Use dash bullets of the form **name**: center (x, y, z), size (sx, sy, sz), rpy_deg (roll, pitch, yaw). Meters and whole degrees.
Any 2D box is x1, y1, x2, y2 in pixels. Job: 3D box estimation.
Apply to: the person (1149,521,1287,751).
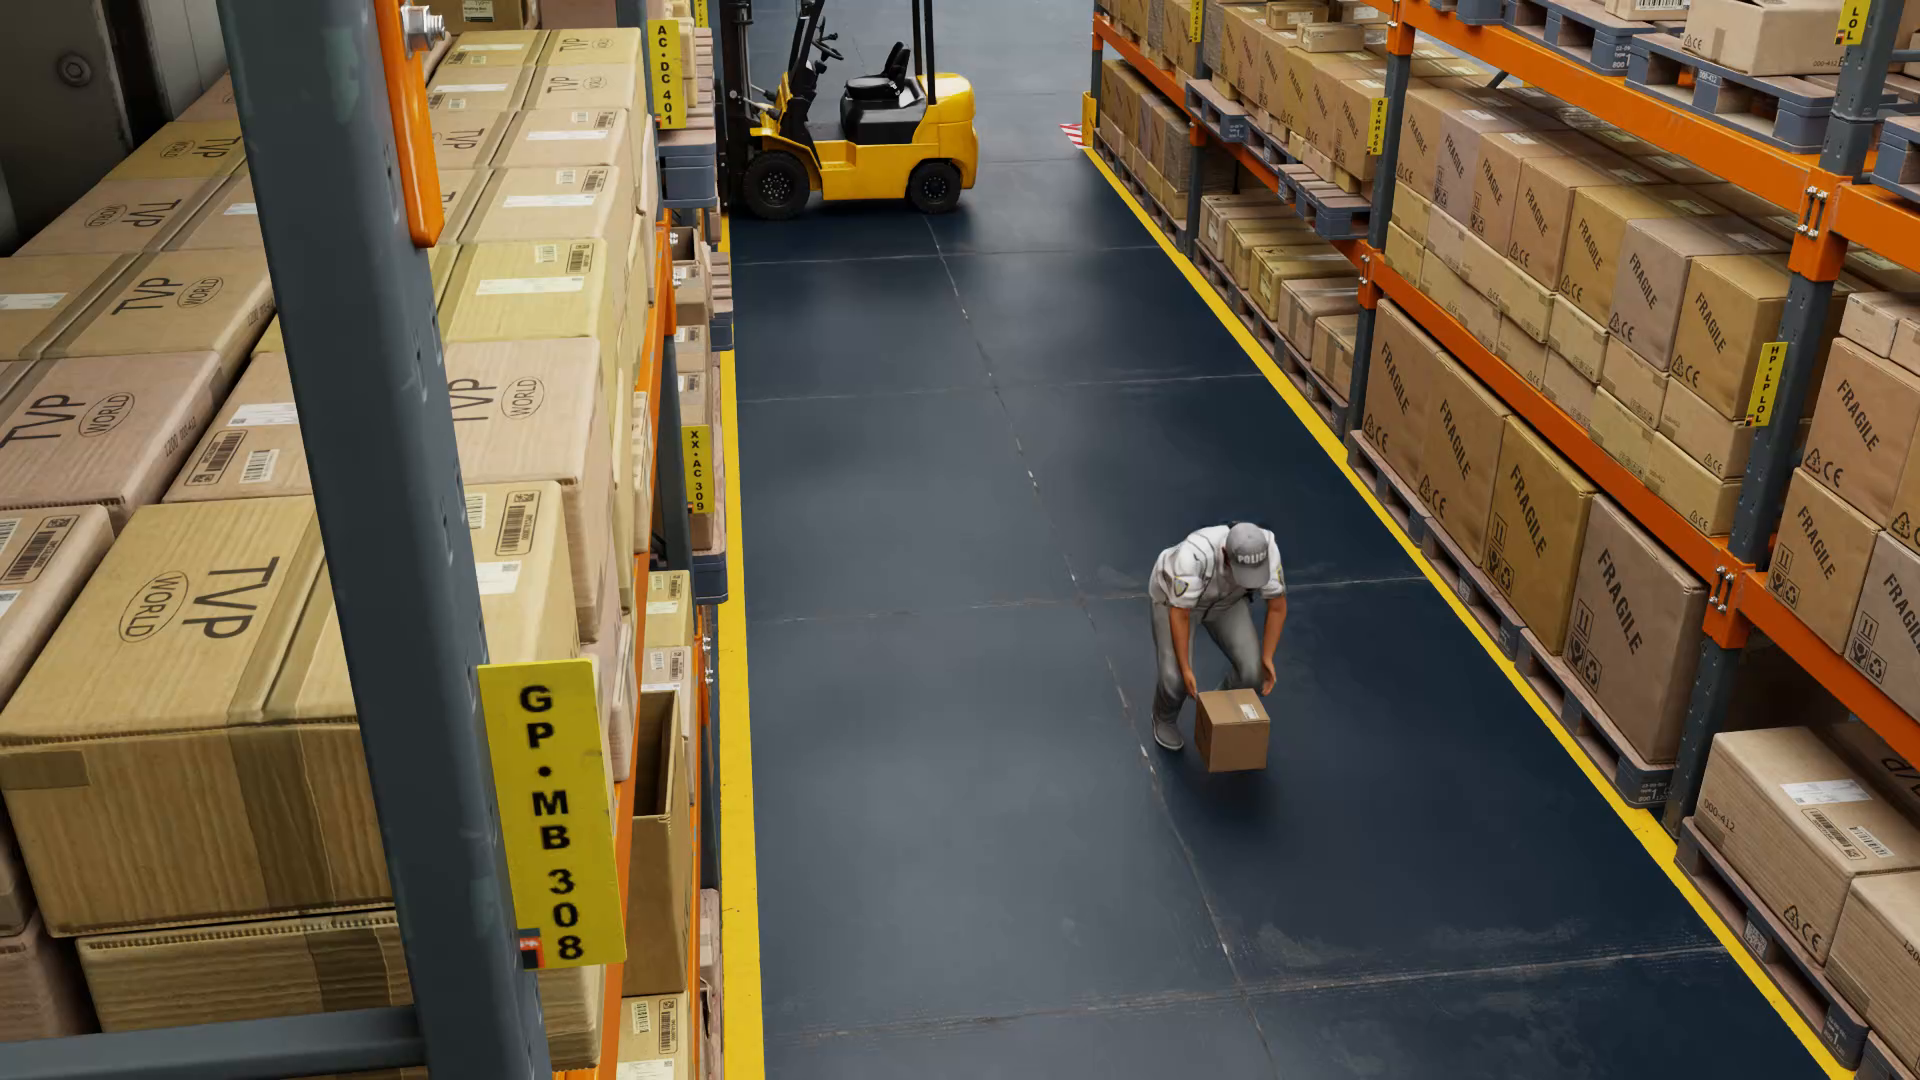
- **person**: center (1.139, 0.369, 7.374), size (0.541, 1.239, 0.794), rpy_deg (-4, 28, -7)
